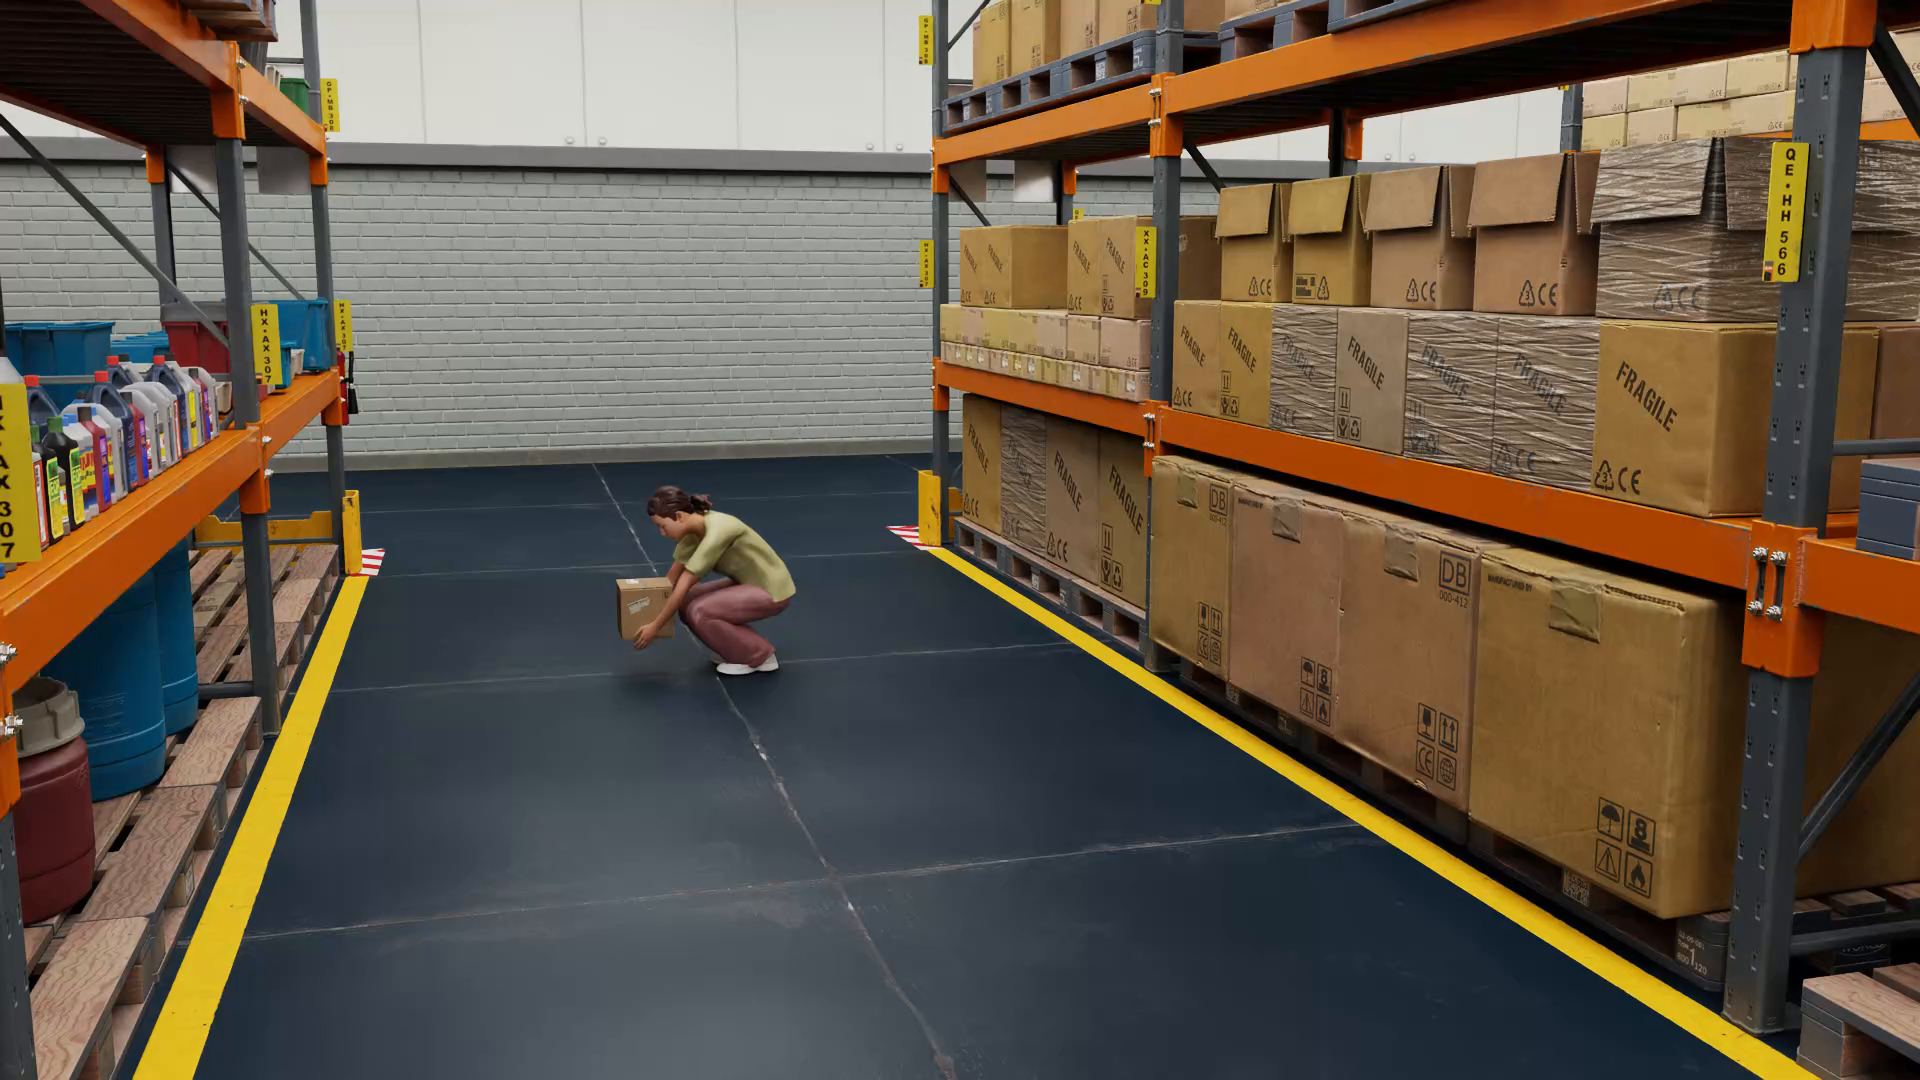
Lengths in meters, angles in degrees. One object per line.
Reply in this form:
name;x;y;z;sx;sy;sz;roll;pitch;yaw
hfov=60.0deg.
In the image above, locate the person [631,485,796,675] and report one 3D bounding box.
person;-1.204;0.183;8.093;0.806;0.931;0.478;-3;10;-16
